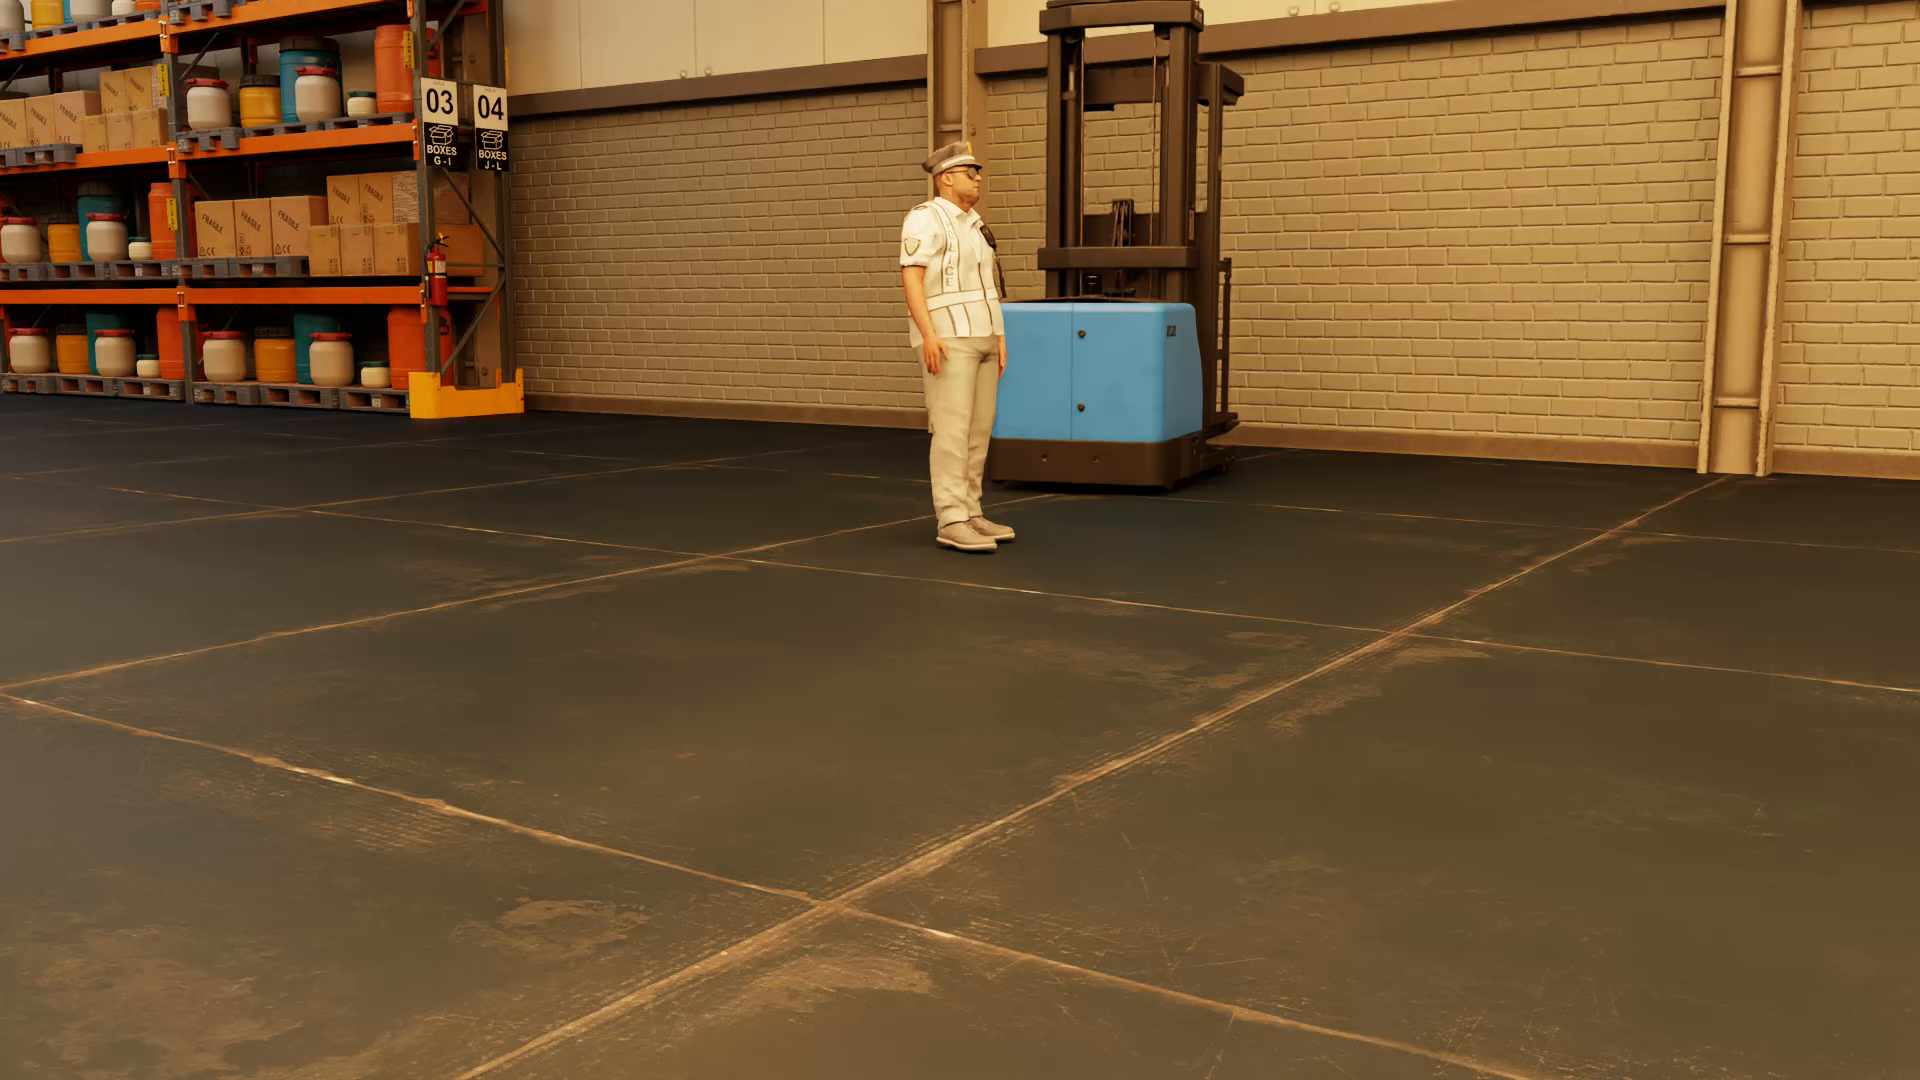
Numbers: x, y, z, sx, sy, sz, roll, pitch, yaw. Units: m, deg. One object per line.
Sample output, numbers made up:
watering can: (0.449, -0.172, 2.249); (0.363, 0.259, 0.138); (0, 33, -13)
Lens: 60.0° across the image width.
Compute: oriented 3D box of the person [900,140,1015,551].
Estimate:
person: (0.059, -0.883, 7.425); (0.574, 1.781, 0.641); (5, 10, 34)

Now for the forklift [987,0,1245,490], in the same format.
forklift: (1.158, -1.899, 10.550); (1.130, 2.935, 3.031); (3, 9, 21)
